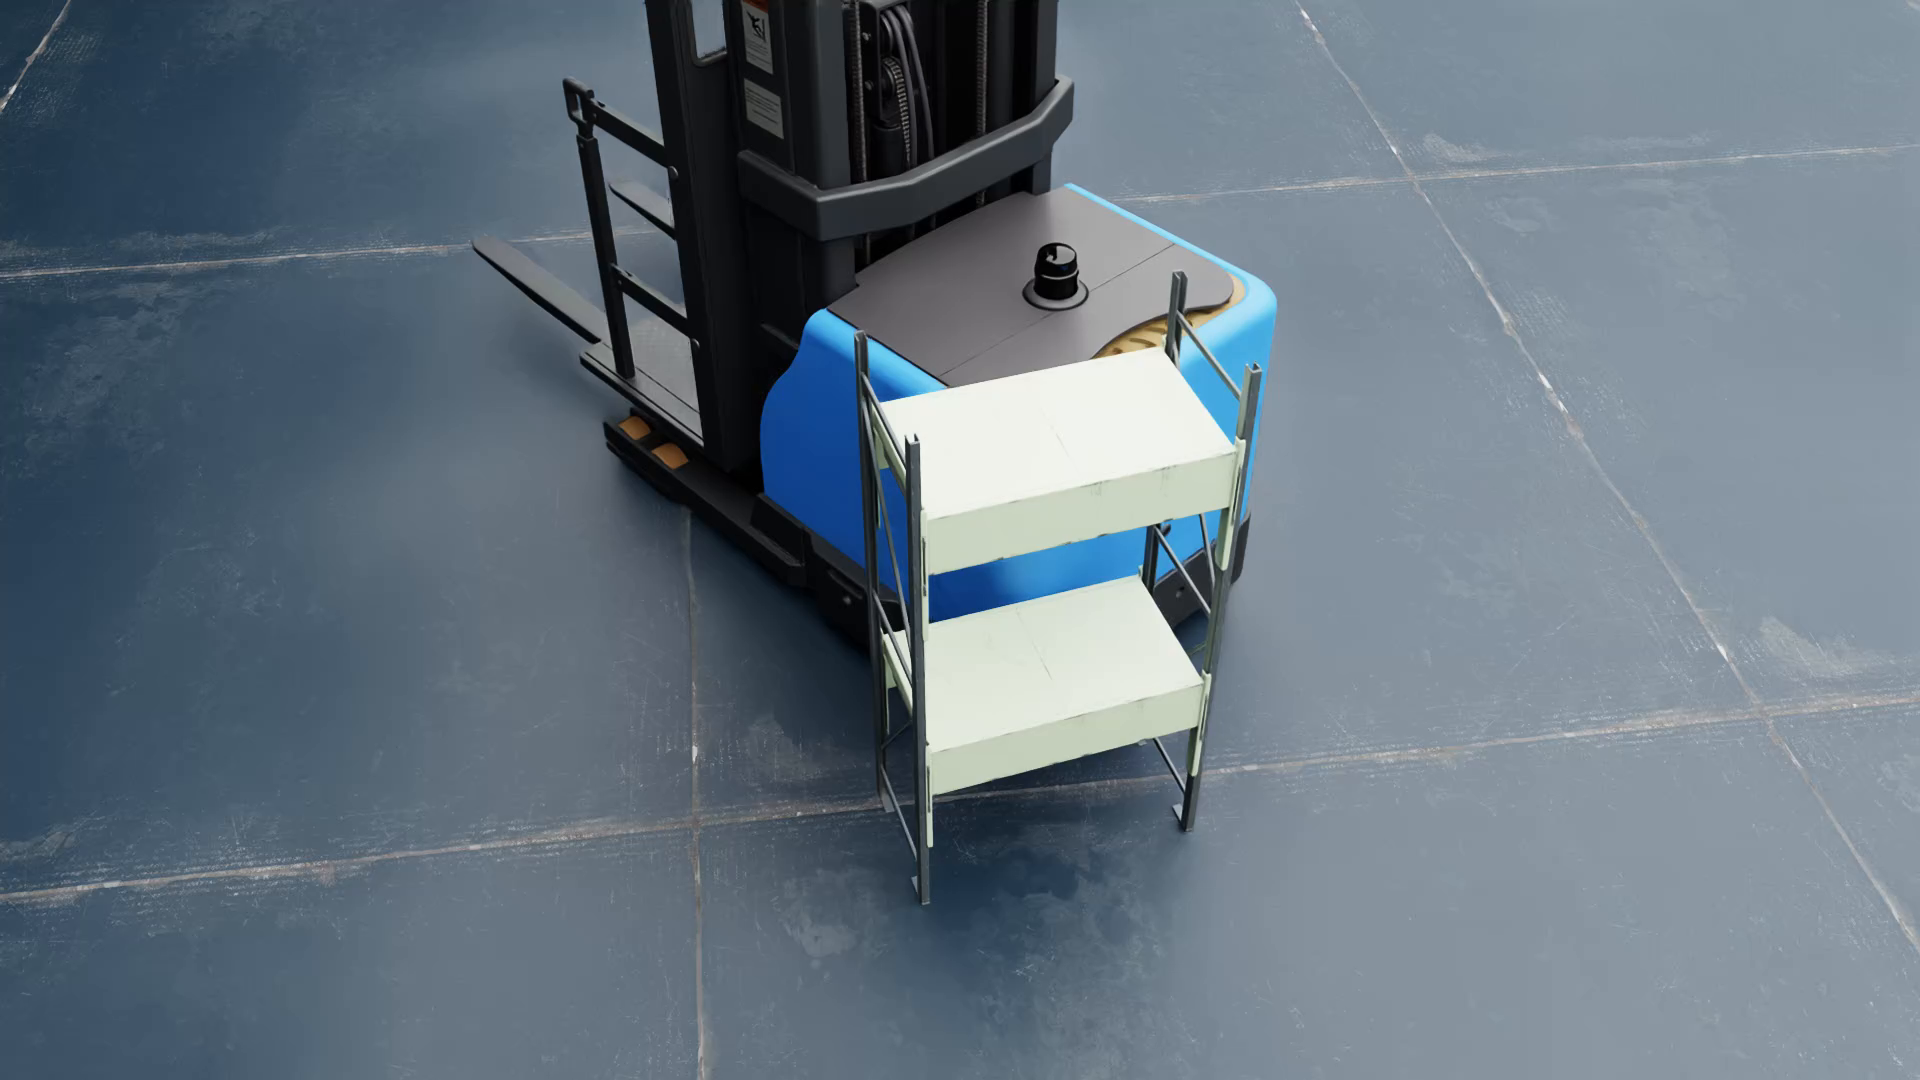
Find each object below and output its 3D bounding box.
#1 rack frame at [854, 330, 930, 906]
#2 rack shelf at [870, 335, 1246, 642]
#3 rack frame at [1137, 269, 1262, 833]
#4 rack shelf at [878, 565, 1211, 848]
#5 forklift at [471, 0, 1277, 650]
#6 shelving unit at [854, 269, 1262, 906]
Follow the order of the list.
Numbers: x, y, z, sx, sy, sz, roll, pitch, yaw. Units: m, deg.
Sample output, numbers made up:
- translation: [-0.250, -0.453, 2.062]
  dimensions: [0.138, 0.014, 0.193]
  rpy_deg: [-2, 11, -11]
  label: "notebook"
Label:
- translation: [-0.150, 0.244, 3.860]
  dimensions: [0.023, 1.500, 0.400]
  rpy_deg: [-13, 44, -14]
  label: "rack frame"
- translation: [0.197, -0.124, 3.685]
  dimensions: [0.720, 0.370, 0.431]
  rpy_deg: [-13, 44, -14]
  label: "rack shelf"
- translation: [0.544, 0.087, 4.034]
  dimensions: [0.023, 1.500, 0.400]
  rpy_deg: [-13, 44, -14]
  label: "rack frame"
- translation: [0.197, 0.407, 4.165]
  dimensions: [0.720, 0.370, 0.431]
  rpy_deg: [-13, 44, -14]
  label: "rack shelf"
- translation: [-0.523, -1.449, 4.668]
  dimensions: [1.130, 2.935, 3.031]
  rpy_deg: [-33, 51, -31]
  label: "forklift"
- translation: [0.197, 0.165, 3.947]
  dimensions: [0.755, 1.500, 0.431]
  rpy_deg: [-13, 44, -14]
  label: "shelving unit"
